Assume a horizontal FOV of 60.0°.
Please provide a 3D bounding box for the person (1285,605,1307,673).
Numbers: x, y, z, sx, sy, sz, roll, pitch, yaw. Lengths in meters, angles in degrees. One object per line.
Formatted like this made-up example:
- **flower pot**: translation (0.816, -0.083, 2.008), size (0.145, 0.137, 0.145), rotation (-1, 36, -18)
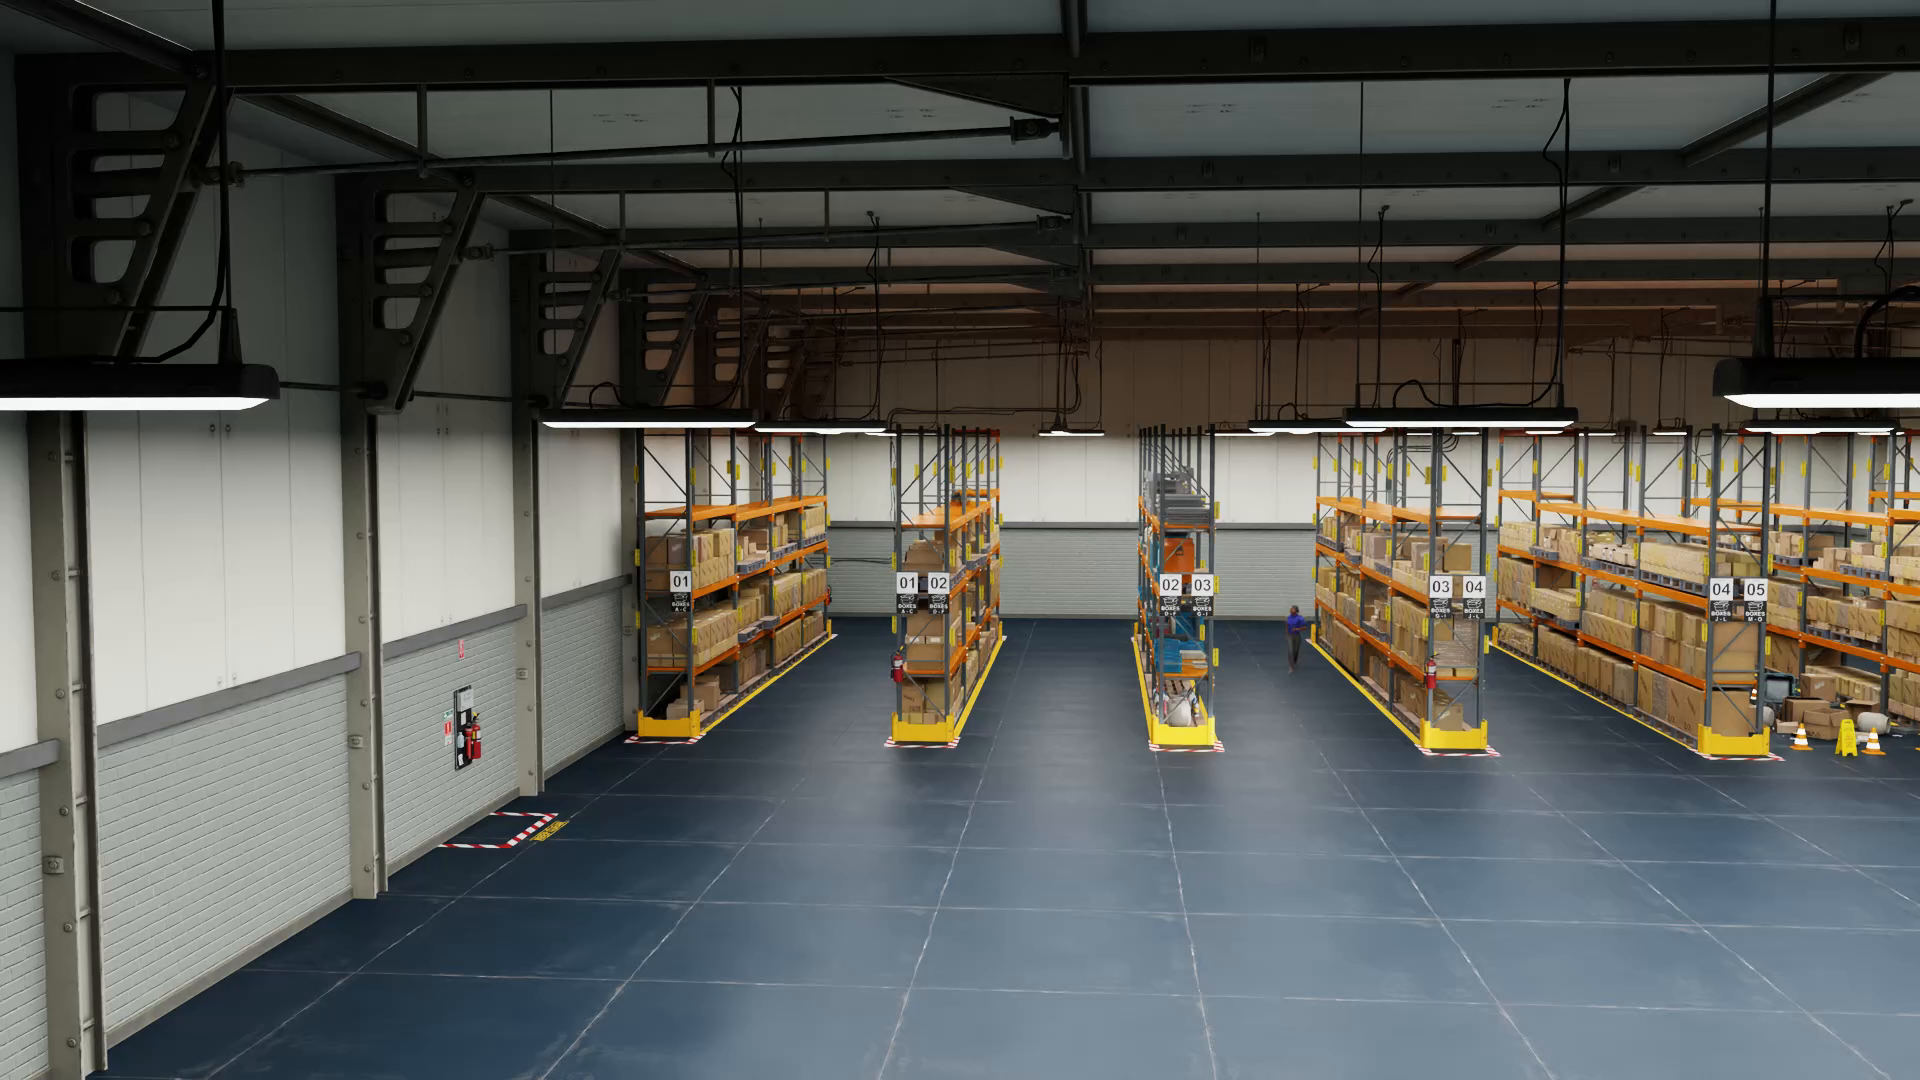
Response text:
- **person**: translation (8.221, 2.400, 40.739), size (0.516, 1.609, 1.028), rotation (1, 4, 9)

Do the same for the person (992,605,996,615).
- **person**: translation (0.867, 1.911, 49.716), size (0.466, 1.547, 0.825), rotation (-2, 4, -34)

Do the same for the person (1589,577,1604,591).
- **person**: translation (18.573, 1.896, 48.607), size (1.049, 1.730, 0.638), rotation (-1, 4, -20)

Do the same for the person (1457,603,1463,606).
- **person**: translation (13.776, 2.085, 46.174), size (0.494, 1.646, 0.756), rotation (2, 4, 27)
